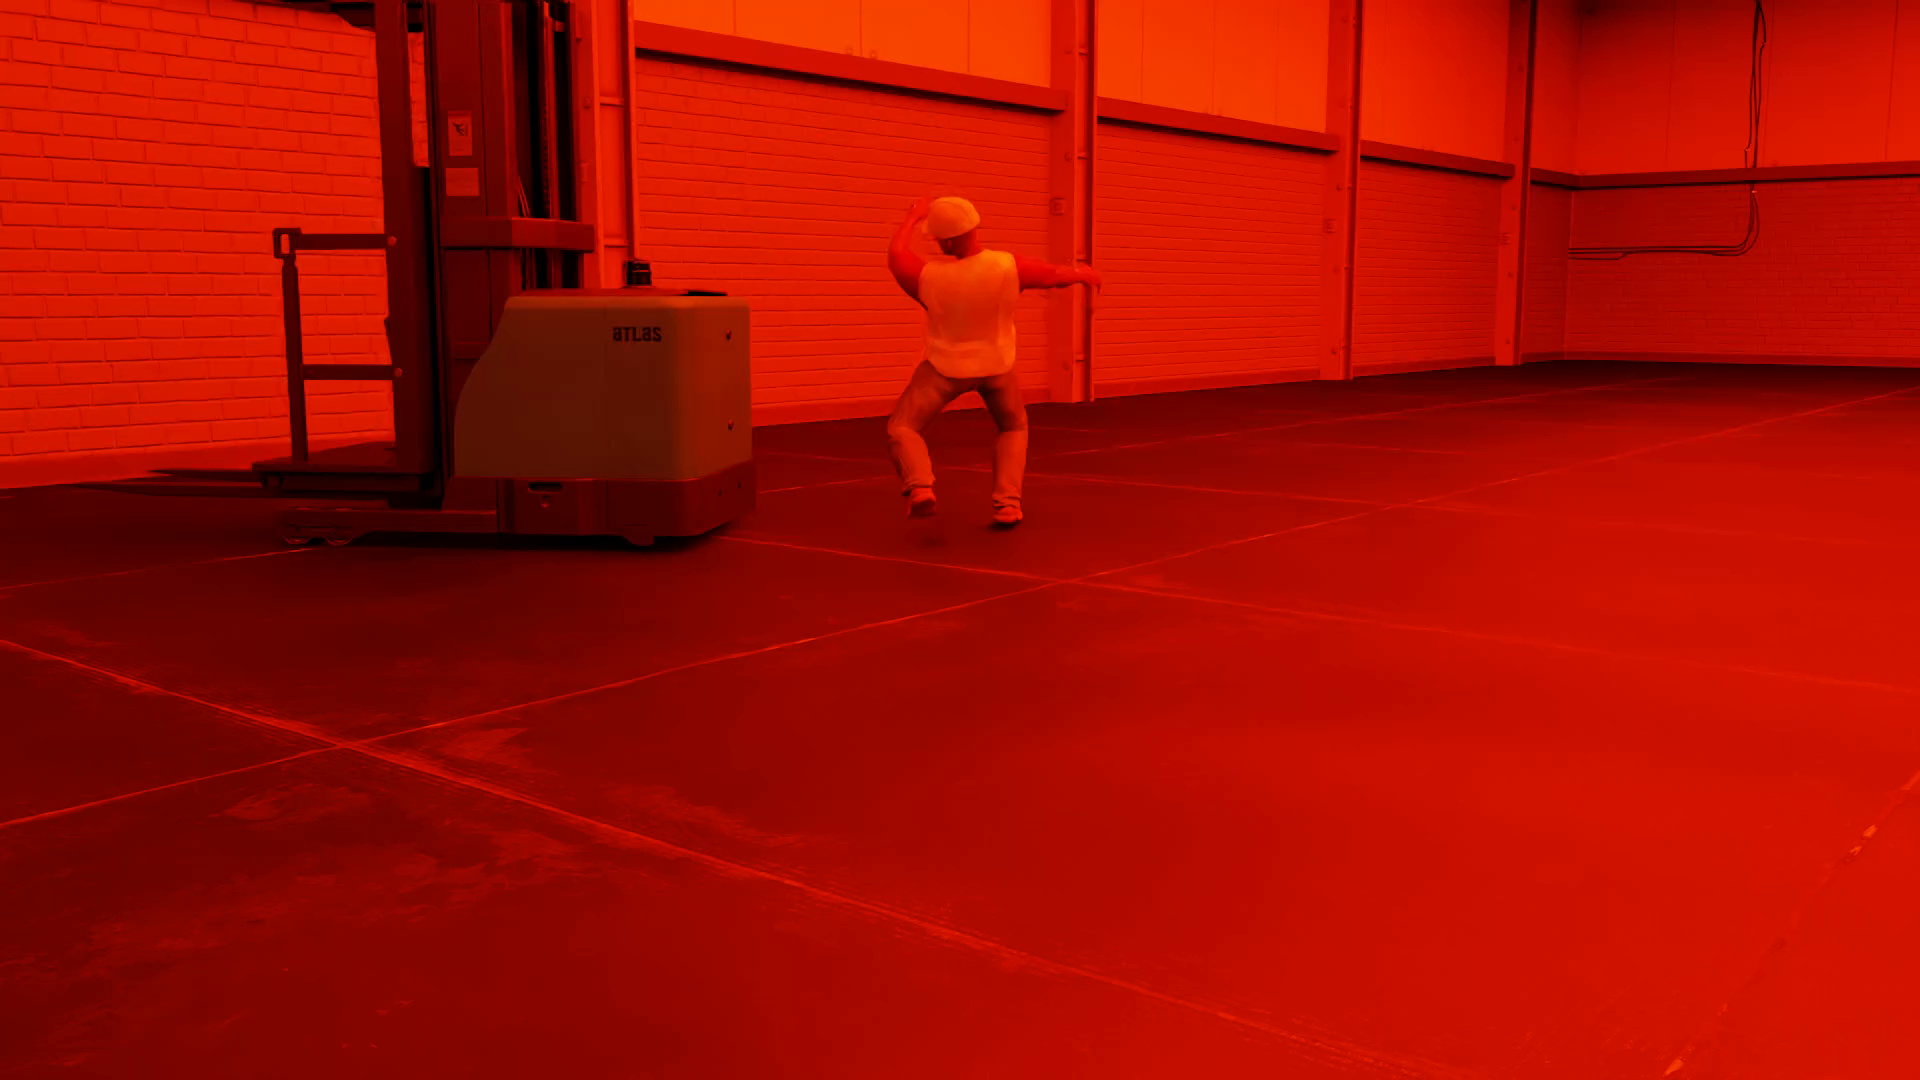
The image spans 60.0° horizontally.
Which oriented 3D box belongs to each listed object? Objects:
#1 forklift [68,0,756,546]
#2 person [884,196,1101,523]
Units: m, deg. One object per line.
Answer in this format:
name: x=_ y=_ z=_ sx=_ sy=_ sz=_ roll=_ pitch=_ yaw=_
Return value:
forklift: x=-2.533 y=-1.498 z=7.520 sx=3.031 sy=2.935 sz=1.130 roll=1 pitch=8 yaw=9
person: x=0.194 y=-0.839 z=7.746 sx=1.117 sy=1.524 sz=0.750 roll=-3 pitch=9 yaw=-20
